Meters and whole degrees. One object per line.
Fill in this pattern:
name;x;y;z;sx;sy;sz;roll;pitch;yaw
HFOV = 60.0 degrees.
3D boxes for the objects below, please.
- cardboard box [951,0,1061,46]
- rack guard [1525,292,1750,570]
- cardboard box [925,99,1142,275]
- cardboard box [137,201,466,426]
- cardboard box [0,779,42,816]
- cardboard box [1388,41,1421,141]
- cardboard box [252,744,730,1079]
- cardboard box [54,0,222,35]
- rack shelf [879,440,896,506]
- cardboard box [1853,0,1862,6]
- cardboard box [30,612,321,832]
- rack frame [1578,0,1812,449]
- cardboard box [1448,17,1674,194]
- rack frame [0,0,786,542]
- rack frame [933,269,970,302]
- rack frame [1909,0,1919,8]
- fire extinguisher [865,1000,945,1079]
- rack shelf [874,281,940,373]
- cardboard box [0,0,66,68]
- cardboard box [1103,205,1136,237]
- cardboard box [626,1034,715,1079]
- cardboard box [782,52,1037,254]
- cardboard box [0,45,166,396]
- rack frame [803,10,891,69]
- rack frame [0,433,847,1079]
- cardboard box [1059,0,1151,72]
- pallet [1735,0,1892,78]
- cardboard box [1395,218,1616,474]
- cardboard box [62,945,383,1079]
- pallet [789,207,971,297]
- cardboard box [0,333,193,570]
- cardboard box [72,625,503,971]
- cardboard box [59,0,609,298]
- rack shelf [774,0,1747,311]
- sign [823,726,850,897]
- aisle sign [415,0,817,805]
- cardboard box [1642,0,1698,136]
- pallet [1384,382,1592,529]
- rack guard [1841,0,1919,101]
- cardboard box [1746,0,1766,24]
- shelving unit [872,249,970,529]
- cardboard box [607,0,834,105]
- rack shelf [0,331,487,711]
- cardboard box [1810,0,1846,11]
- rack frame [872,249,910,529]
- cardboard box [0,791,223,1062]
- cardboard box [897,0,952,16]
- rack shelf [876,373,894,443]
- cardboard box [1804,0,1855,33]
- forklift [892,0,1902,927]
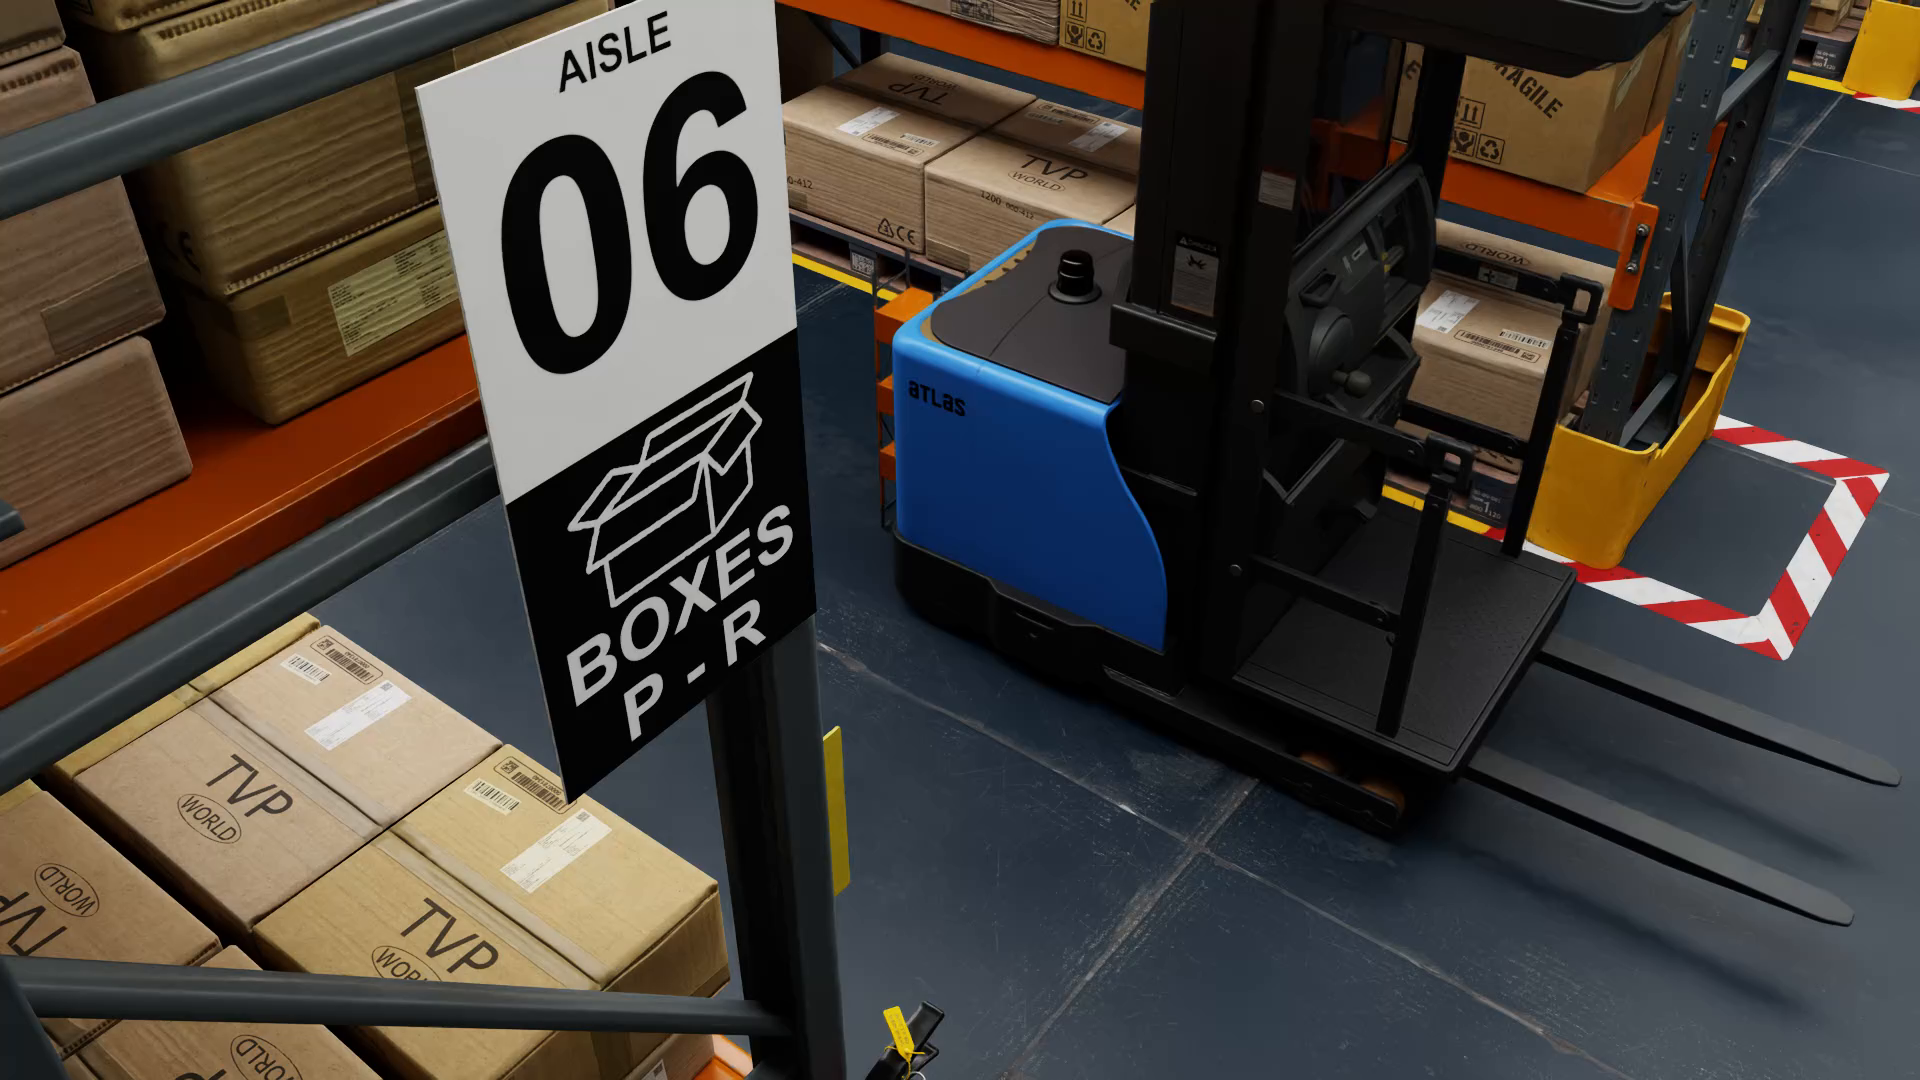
cardboard box;0.312;-2.272;6.392;0.500;0.500;0.500;26;45;29
rack guard;2.506;-0.425;6.142;0.348;0.500;1.175;25;45;29
cardboard box;0.455;-1.451;7.161;0.875;0.438;0.875;24;44;27
cardboard box;-0.637;-0.302;1.727;0.250;0.149;0.380;26;45;29
cardboard box;-1.851;0.531;2.772;0.500;0.250;0.500;27;45;30
cardboard box;1.554;-1.704;5.667;0.500;0.500;0.500;24;44;28
cardboard box;-0.722;0.653;2.617;0.500;0.250;0.500;25;45;29
cardboard box;-0.725;-0.712;1.522;0.500;0.250;0.500;25;44;28
rack shelf;-0.128;-0.235;5.921;0.240;0.259;0.215;23;44;27
cardboard box;5.193;-3.276;9.727;0.250;0.149;0.380;26;45;29
cardboard box;-1.527;0.276;3.098;0.500;0.250;0.500;24;44;28
rack frame;2.487;-1.419;5.383;0.127;3.000;1.000;25;45;29
cardboard box;1.943;-1.509;5.417;0.500;0.500;0.500;26;45;29
rack frame;-0.525;-1.349;0.427;0.127;3.000;1.000;25;45;29
rack frame;-0.028;-0.420;5.688;0.008;1.050;0.200;23;44;27
rack frame;5.414;-3.880;8.527;0.127;3.000;1.000;25;45;29
fire extinguisher;-0.128;1.019;2.634;0.183;0.674;0.296;25;45;29
rack shelf;-0.128;-0.678;5.575;0.240;0.259;0.215;23;44;27
cardboard box;-1.048;-0.452;1.190;0.500;0.250;0.500;24;44;27
cardboard box;1.170;-1.112;6.729;0.875;0.438;0.875;27;45;30
cardboard box;-0.620;0.855;2.683;0.250;0.149;0.380;25;44;28
cardboard box;-0.256;-1.785;7.589;0.875;0.438;0.875;25;44;28
cardboard box;-1.044;-0.259;1.349;0.500;0.250;0.500;24;44;28
rack frame;-0.690;-2.917;7.296;0.127;3.000;1.000;25;45;29
rack frame;-0.525;1.013;2.277;0.127;3.000;1.000;25;45;29
cardboard box;0.721;-2.079;6.145;0.500;0.500;0.500;27;45;30
pallet;4.730;-3.132;9.834;1.213;0.211;1.003;25;45;29
cardboard box;1.902;-0.773;6.296;0.875;0.438;0.875;24;44;27
cardboard box;-1.052;0.913;2.285;0.500;0.250;0.500;27;45;30
pallet;-0.133;-1.496;7.743;1.213;0.211;1.003;25;45;29
cardboard box;-0.920;-0.075;1.438;0.250;0.149;0.380;27;45;30
cardboard box;-1.123;0.465;2.858;0.500;0.250;0.500;26;45;29
cardboard box;-0.712;-0.526;1.690;0.500;0.250;0.500;25;44;28
rack shelf;0.899;-1.884;6.561;4.000;0.370;1.077;25;45;29
sign;-0.196;0.407;2.349;0.005;0.325;0.100;25;45;29
aisle sign;-0.293;-0.129;1.626;0.004;0.787;0.394;25;45;29
cardboard box;2.281;-1.778;5.761;0.500;0.500;0.500;25;44;28
pallet;1.805;-0.582;6.576;1.213;0.211;1.003;25;45;29
rack guard;5.354;-2.925;9.334;0.348;0.500;1.175;25;45;29
cardboard box;4.604;-3.065;9.457;0.250;0.149;0.380;27;45;30
shelving unit;-0.128;-0.463;5.743;0.252;1.050;0.215;23;44;27
cardboard box;-1.231;-2.438;8.068;0.875;0.875;0.875;27;45;30
rack shelf;-2.114;-0.634;2.530;4.000;0.370;1.077;25;45;29
cardboard box;4.822;-3.098;9.259;0.250;0.149;0.380;24;44;27
rack frame;-0.228;-0.505;5.798;0.008;1.050;0.200;23;44;27
cardboard box;-1.461;0.719;2.533;0.500;0.250;0.500;25;45;29
cardboard box;-0.079;-2.462;6.634;0.500;0.500;0.500;26;45;29
rack shelf;-0.128;-0.454;5.750;0.240;0.259;0.215;23;44;27
cardboard box;4.870;-3.018;9.398;0.250;0.149;0.380;26;45;29
forklift;1.276;-0.669;4.481;3.031;2.935;1.130;23;44;27
